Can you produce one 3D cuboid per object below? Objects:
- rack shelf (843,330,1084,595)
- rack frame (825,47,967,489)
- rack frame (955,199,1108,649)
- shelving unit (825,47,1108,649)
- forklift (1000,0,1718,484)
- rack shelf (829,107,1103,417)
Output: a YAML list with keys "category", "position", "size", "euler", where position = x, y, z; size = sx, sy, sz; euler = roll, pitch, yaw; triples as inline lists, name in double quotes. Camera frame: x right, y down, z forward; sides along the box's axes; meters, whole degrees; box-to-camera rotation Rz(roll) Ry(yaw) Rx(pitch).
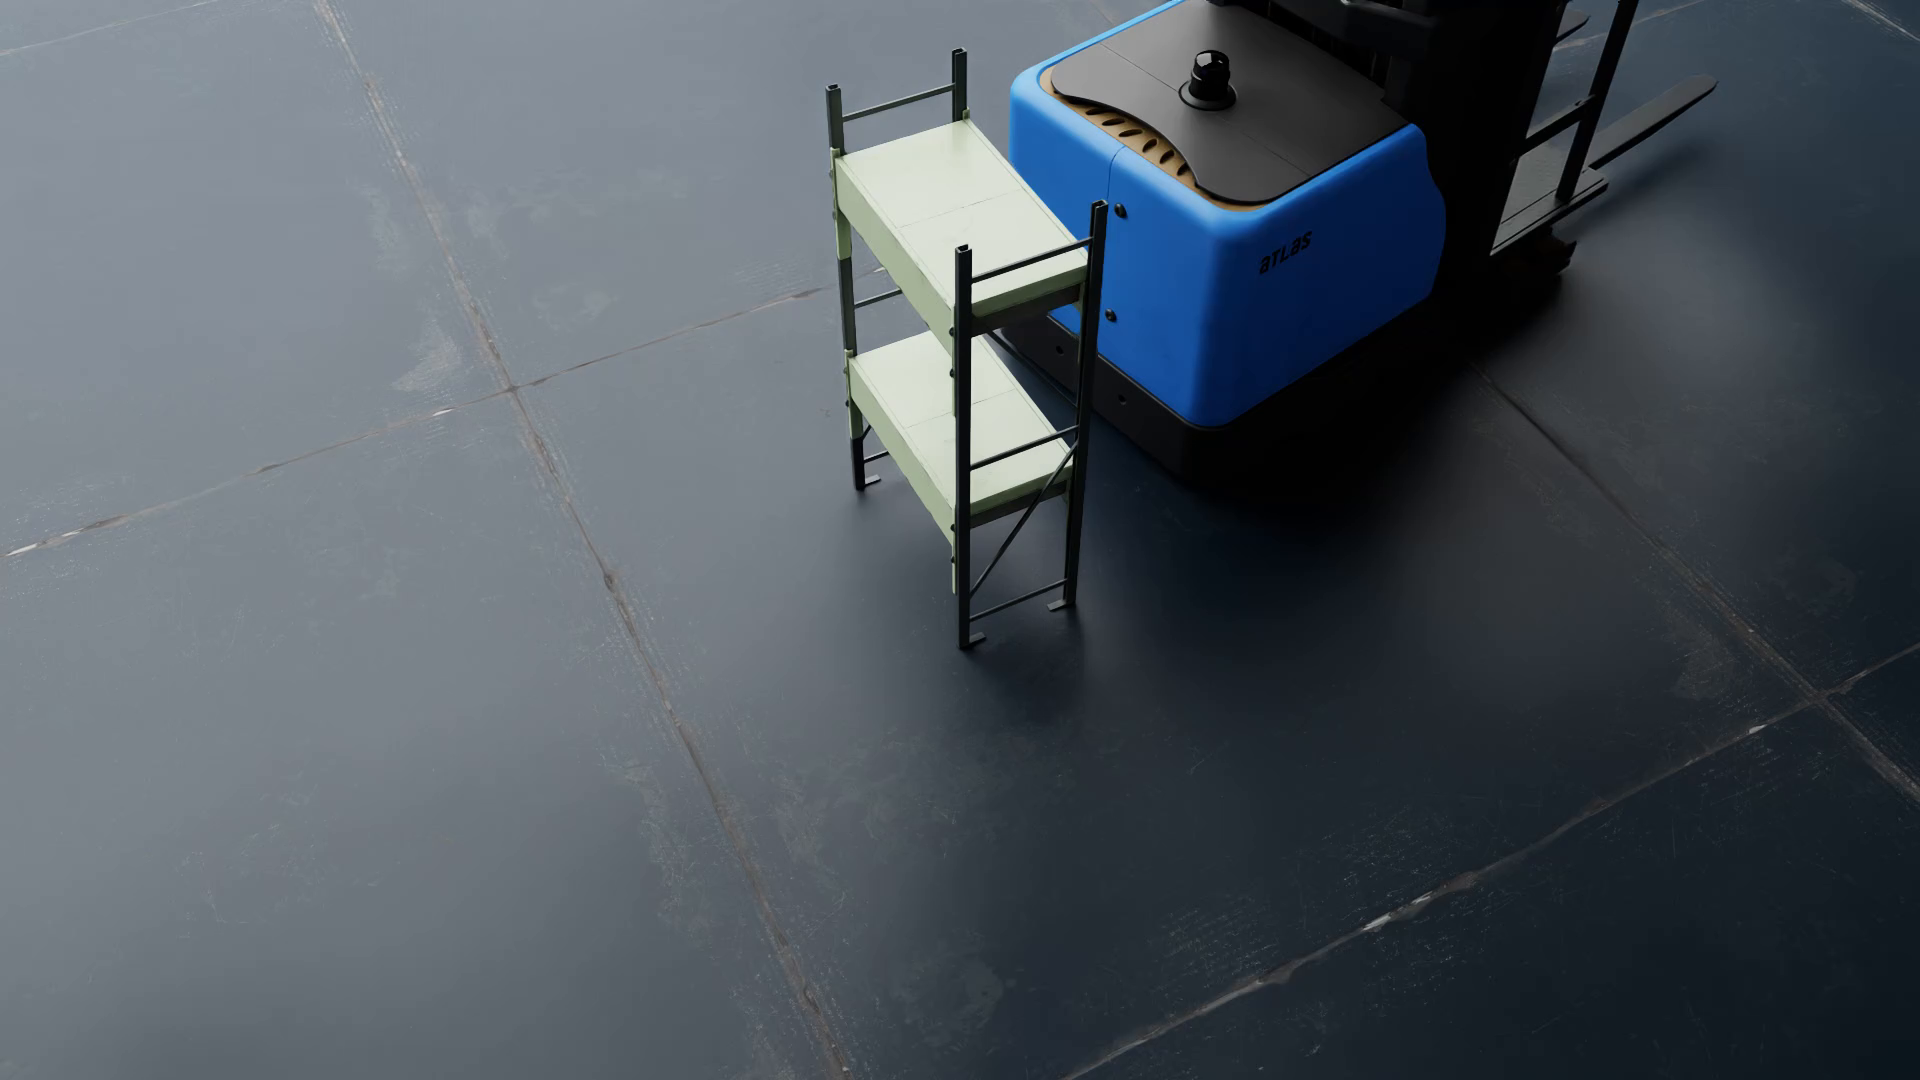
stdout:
- category: "rack shelf"
  position: [0.003, -0.275, 4.927]
  size: [0.431, 0.370, 0.720]
  euler: [-21, 52, -18]
- category: "rack frame"
  position: [-0.164, -0.734, 4.896]
  size: [0.400, 1.500, 0.023]
  euler: [-21, 52, -18]
- category: "rack frame"
  position: [0.171, -0.244, 4.467]
  size: [0.400, 1.500, 0.023]
  euler: [-21, 52, -18]
- category: "shelving unit"
  position: [0.003, -0.489, 4.682]
  size: [0.431, 1.500, 0.755]
  euler: [-21, 52, -18]
- category: "forklift"
  position: [1.598, -2.093, 5.133]
  size: [3.031, 2.935, 1.130]
  euler: [-32, 56, -25]
- category: "rack shelf"
  position: [0.003, -0.746, 4.388]
  size: [0.431, 0.370, 0.720]
  euler: [-21, 52, -18]
